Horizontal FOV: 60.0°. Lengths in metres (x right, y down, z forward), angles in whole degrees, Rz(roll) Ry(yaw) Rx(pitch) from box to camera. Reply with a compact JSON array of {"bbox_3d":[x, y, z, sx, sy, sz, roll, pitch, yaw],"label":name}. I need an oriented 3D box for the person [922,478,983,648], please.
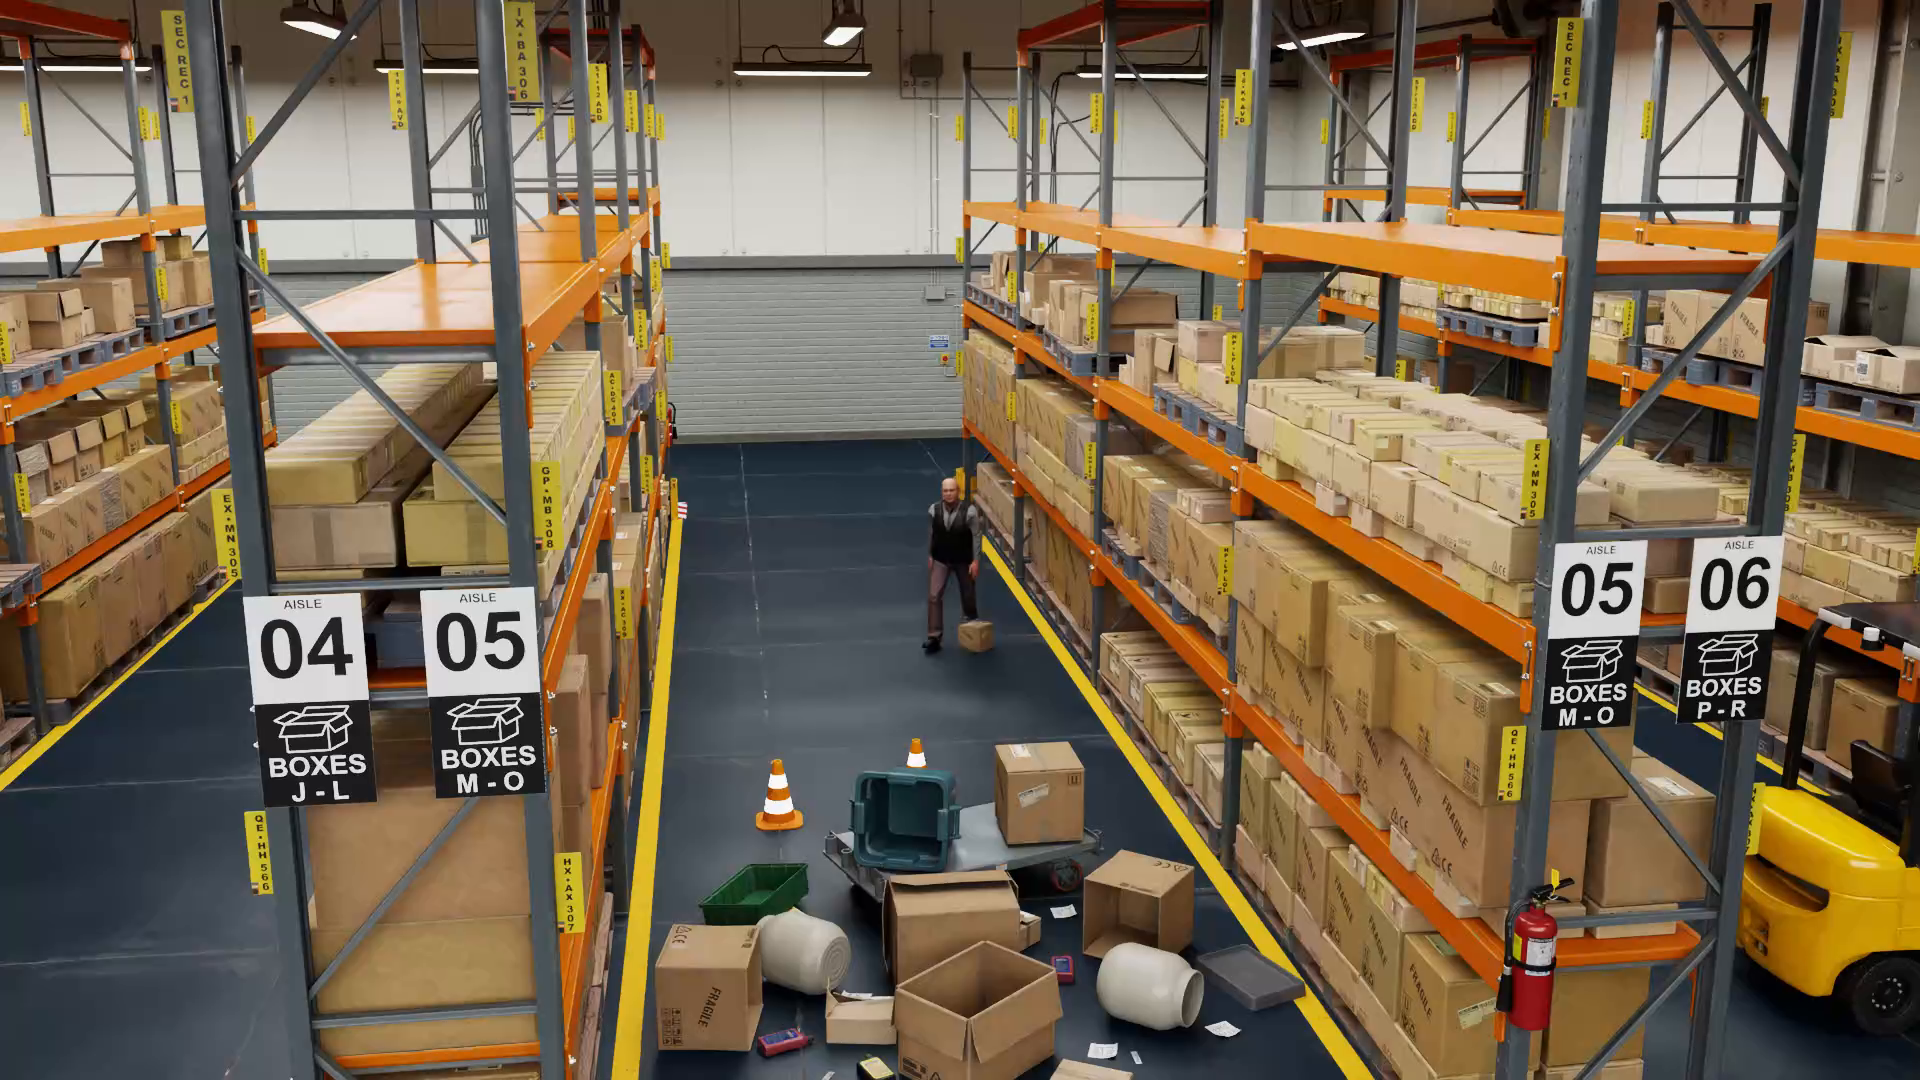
[{"bbox_3d":[-0.051,0.198,16.292,0.570,1.671,0.963,3,13,11],"label":"person"}]
